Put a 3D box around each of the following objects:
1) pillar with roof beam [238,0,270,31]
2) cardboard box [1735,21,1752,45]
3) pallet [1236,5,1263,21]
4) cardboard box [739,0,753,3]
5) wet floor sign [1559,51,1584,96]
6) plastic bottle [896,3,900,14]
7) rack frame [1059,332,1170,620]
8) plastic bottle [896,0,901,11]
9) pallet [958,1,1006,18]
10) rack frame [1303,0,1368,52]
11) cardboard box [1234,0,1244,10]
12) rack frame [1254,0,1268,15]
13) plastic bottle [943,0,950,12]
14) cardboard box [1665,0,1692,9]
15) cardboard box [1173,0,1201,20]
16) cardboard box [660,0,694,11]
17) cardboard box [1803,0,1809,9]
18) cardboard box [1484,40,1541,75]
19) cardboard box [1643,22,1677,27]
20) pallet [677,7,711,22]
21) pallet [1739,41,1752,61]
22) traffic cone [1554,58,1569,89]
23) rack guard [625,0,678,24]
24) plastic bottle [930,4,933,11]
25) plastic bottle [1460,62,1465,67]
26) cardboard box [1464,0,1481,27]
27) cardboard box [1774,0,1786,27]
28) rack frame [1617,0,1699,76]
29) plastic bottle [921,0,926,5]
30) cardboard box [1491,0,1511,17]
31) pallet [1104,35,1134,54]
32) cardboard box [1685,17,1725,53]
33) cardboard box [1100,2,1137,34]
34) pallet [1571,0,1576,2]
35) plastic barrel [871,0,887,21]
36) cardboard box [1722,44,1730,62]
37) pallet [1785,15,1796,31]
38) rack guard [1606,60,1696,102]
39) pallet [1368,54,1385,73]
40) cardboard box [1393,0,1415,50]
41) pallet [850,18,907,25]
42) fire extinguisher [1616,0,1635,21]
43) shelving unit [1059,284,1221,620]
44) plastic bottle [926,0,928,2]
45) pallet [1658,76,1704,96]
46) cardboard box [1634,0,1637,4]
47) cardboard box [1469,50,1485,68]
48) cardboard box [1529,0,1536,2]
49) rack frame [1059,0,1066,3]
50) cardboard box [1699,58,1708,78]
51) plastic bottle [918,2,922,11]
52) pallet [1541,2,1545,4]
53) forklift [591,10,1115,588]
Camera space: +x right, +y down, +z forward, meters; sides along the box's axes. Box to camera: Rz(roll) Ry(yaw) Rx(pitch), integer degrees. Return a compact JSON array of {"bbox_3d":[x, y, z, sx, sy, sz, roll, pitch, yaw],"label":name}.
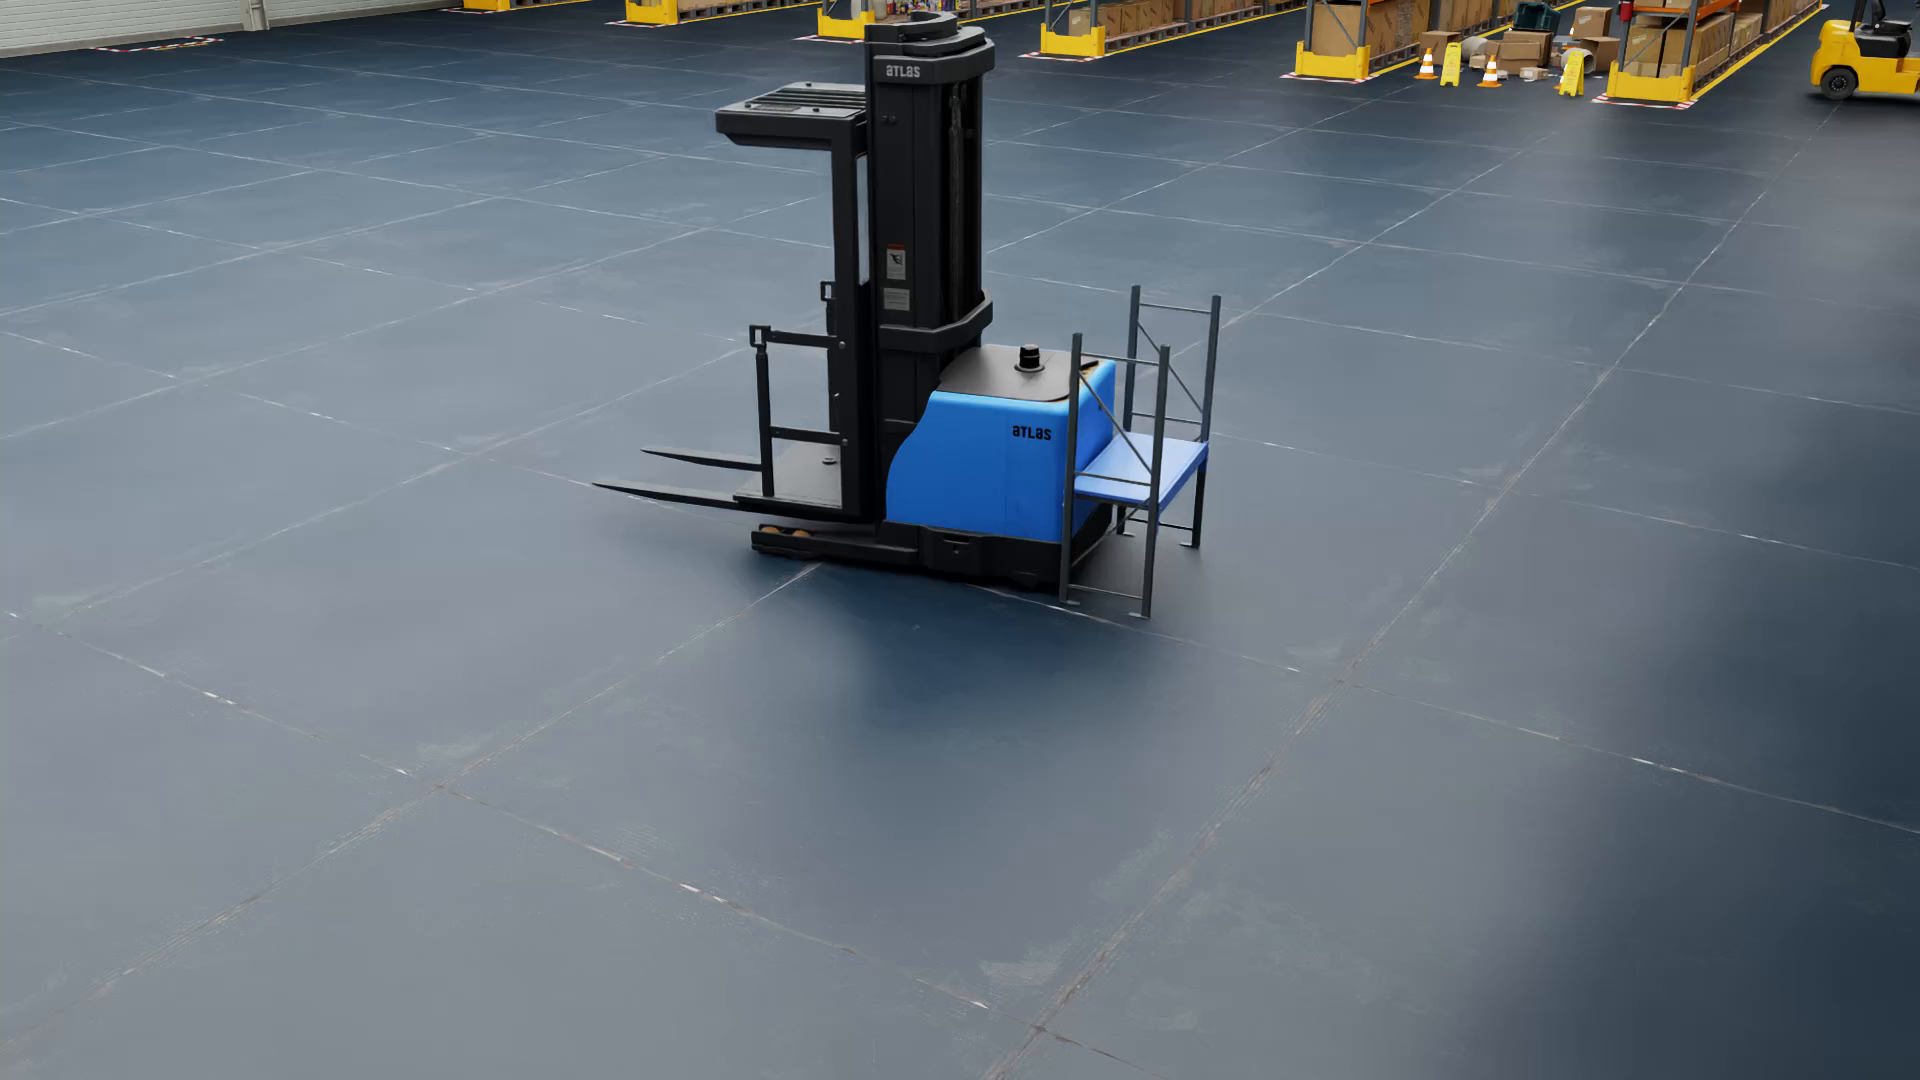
[{"bbox_3d":[-10.508,-13.501,29.610,9.100,9.000,0.400,14,27,29],"label":"pillar with roof beam"},{"bbox_3d":[13.535,-9.060,29.681,0.950,0.372,0.625,15,28,31],"label":"cardboard box"},{"bbox_3d":[5.796,-11.301,35.589,1.003,0.211,1.213,14,27,29],"label":"pallet"},{"bbox_3d":[-4.896,-11.961,36.536,0.500,0.250,0.500,14,27,29],"label":"cardboard box"},{"bbox_3d":[9.400,-7.147,25.446,0.232,0.644,0.267,-17,29,-35],"label":"wet floor sign"},{"bbox_3d":[-1.276,-10.917,34.162,0.097,0.201,0.097,0,23,0],"label":"plastic bottle"},{"bbox_3d":[0.785,-0.313,8.570,0.500,1.500,0.032,11,26,20],"label":"rack frame"},{"bbox_3d":[-1.308,-11.063,34.309,0.144,0.351,0.185,15,28,31],"label":"plastic bottle"},{"bbox_3d":[0.273,-11.525,36.107,1.003,0.211,1.213,14,27,29],"label":"pallet"},{"bbox_3d":[6.150,-9.070,26.926,1.000,3.000,0.127,14,27,29],"label":"rack frame"},{"bbox_3d":[5.592,-11.478,35.082,0.700,0.500,0.500,11,26,25],"label":"cardboard box"},{"bbox_3d":[6.210,-12.844,35.643,1.000,3.000,0.127,14,27,29],"label":"rack frame"},{"bbox_3d":[-0.304,-11.175,34.570,0.144,0.351,0.185,12,26,26],"label":"plastic bottle"},{"bbox_3d":[10.764,-8.023,24.823,0.380,0.149,0.250,14,27,29],"label":"cardboard box"},{"bbox_3d":[4.442,-10.751,33.402,0.700,0.500,0.500,12,26,25],"label":"cardboard box"},{"bbox_3d":[-5.952,-11.286,34.978,0.500,0.250,0.500,14,27,29],"label":"cardboard box"},{"bbox_3d":[17.633,-11.626,35.526,0.875,0.438,0.875,13,27,27],"label":"cardboard box"},{"bbox_3d":[9.185,-8.045,27.700,0.797,0.503,0.637,-3,24,-7],"label":"cardboard box"},{"bbox_3d":[10.883,-7.844,26.082,0.500,0.500,0.500,15,28,31],"label":"cardboard box"},{"bbox_3d":[-6.056,-11.208,35.375,1.003,0.211,1.213,14,27,29],"label":"pallet"},{"bbox_3d":[13.571,-8.814,29.844,1.003,0.211,1.213,14,27,29],"label":"pallet"},{"bbox_3d":[9.540,-7.318,26.072,0.336,0.463,0.334,14,27,29],"label":"traffic cone"},{"bbox_3d":[-6.437,-11.066,34.682,1.175,0.500,0.348,14,27,29],"label":"rack guard"},{"bbox_3d":[-0.603,-10.898,34.117,0.097,0.201,0.097,0,23,0],"label":"plastic bottle"},{"bbox_3d":[8.520,-8.166,28.536,0.283,0.061,0.133,5,24,11],"label":"plastic bottle"},{"bbox_3d":[9.514,-10.448,32.412,1.050,0.750,0.750,14,27,30],"label":"cardboard box"},{"bbox_3d":[15.538,-10.501,32.376,0.875,0.875,0.875,14,27,30],"label":"cardboard box"},{"bbox_3d":[10.409,-8.067,24.609,1.000,3.000,0.127,14,27,29],"label":"rack frame"},{"bbox_3d":[-0.764,-11.302,34.863,0.144,0.351,0.185,14,27,29],"label":"plastic bottle"},{"bbox_3d":[10.960,-11.001,34.004,0.500,0.500,0.500,13,26,27],"label":"cardboard box"},{"bbox_3d":[2.489,-9.156,30.635,1.003,0.211,1.213,14,27,29],"label":"pallet"},{"bbox_3d":[11.900,-8.092,26.654,0.500,0.500,0.500,15,28,32],"label":"cardboard box"},{"bbox_3d":[2.966,-9.813,31.259,0.500,0.500,0.500,17,29,34],"label":"cardboard box"},{"bbox_3d":[14.092,-12.898,39.279,1.003,0.211,1.213,14,27,29],"label":"pallet"},{"bbox_3d":[-1.671,-10.640,33.155,0.421,0.512,0.421,0,23,0],"label":"plastic barrel"},{"bbox_3d":[12.436,-8.092,27.599,0.500,0.250,0.500,15,28,31],"label":"cardboard box"},{"bbox_3d":[16.396,-10.561,33.880,1.003,0.211,1.213,14,27,29],"label":"pallet"},{"bbox_3d":[10.449,-6.945,25.165,1.175,0.500,0.348,14,27,29],"label":"rack guard"},{"bbox_3d":[6.506,-8.077,28.141,1.003,0.211,1.213,14,27,29],"label":"pallet"},{"bbox_3d":[7.397,-9.135,29.222,0.875,0.875,0.875,14,27,29],"label":"cardboard box"},{"bbox_3d":[-1.785,-10.211,33.070,1.003,0.211,1.213,14,27,29],"label":"pallet"},{"bbox_3d":[9.957,-8.089,24.758,0.296,0.674,0.183,14,27,29],"label":"fire extinguisher"},{"bbox_3d":[0.978,-0.500,9.002,0.538,1.500,1.048,11,26,20],"label":"shelving unit"},{"bbox_3d":[-0.654,-11.004,34.258,0.061,0.283,0.133,14,27,29],"label":"plastic bottle"},{"bbox_3d":[10.908,-7.080,25.838,1.003,0.211,1.213,14,27,29],"label":"pallet"},{"bbox_3d":[10.464,-8.231,25.305,0.380,0.149,0.250,14,27,28],"label":"cardboard box"},{"bbox_3d":[8.918,-8.199,28.356,0.396,0.266,0.258,20,30,38],"label":"cardboard box"},{"bbox_3d":[12.033,-11.690,35.596,0.500,0.500,0.500,13,27,28],"label":"cardboard box"},{"bbox_3d":[2.002,-13.882,38.041,1.000,3.000,0.127,14,27,29],"label":"rack frame"},{"bbox_3d":[11.345,-7.383,25.961,0.500,0.250,0.500,15,28,31],"label":"cardboard box"},{"bbox_3d":[-0.816,-10.794,33.788,0.097,0.271,0.097,0,23,0],"label":"plastic bottle"},{"bbox_3d":[12.071,-11.578,36.228,1.003,0.211,1.213,14,27,29],"label":"pallet"},{"bbox_3d":[-0.677,-1.419,9.339,3.031,2.935,1.130,8,25,17],"label":"forklift"}]
